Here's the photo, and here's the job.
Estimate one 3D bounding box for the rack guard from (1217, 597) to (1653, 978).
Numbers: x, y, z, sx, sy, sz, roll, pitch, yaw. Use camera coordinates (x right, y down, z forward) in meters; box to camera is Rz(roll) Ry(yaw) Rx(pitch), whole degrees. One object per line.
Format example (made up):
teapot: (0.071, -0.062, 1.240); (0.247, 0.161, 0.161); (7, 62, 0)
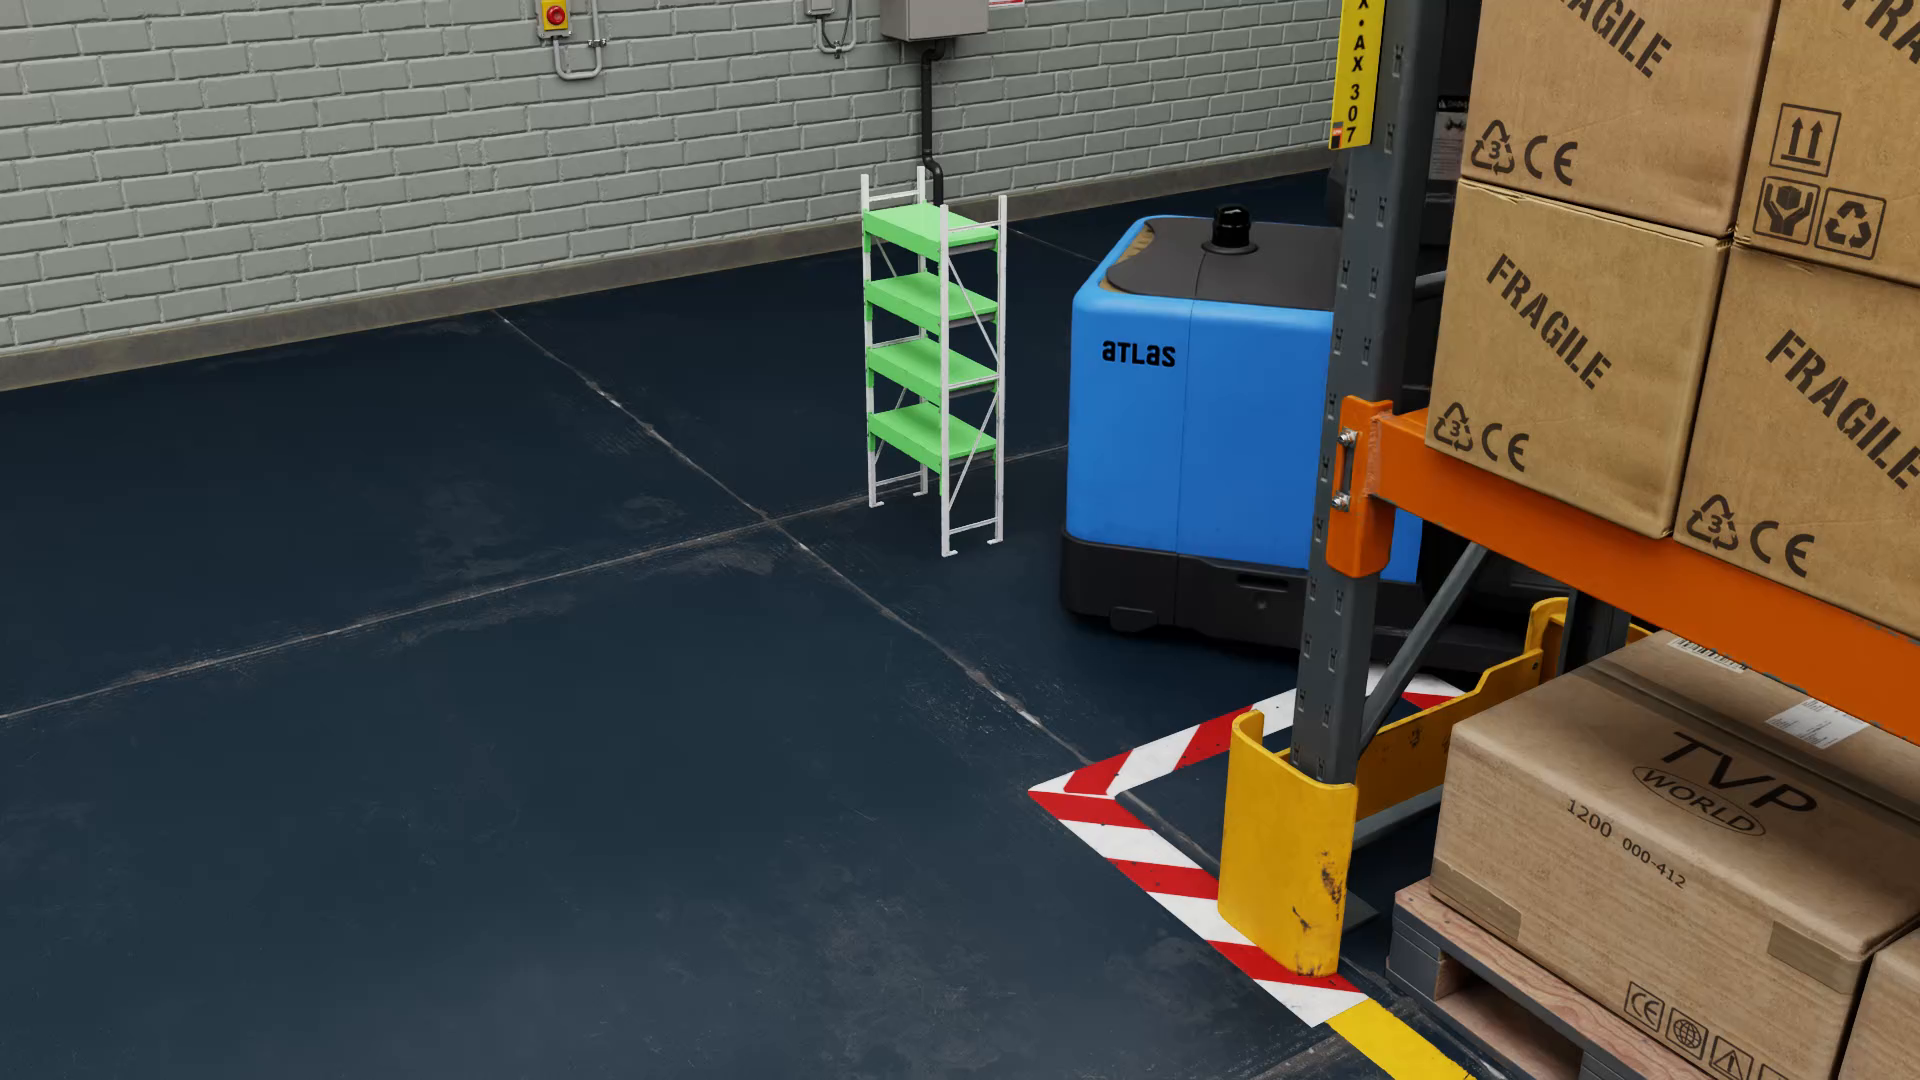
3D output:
rack guard: (1.164, 0.559, 3.979); (1.175, 0.500, 0.348); (-16, 29, -30)

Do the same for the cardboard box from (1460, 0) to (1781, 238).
cardboard box: (1.200, -0.822, 2.688); (0.500, 0.500, 0.500); (-16, 30, -31)

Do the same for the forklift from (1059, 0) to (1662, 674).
forklift: (1.885, -1.072, 4.588); (3.031, 2.935, 1.130); (7, 26, 15)

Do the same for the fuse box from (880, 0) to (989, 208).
fuse box: (-0.081, -2.428, 8.890); (0.539, 1.711, 0.414); (-16, 29, -30)

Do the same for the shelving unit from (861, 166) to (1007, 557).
shelving unit: (-0.090, -0.602, 5.619); (0.258, 1.200, 0.503); (-16, 29, -30)

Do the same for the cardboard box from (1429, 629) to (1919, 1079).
cardboard box: (1.621, 0.619, 3.434); (0.875, 0.438, 0.875); (-17, 30, -31)

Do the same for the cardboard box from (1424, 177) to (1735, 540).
cardboard box: (1.198, -0.369, 2.901); (0.500, 0.500, 0.500); (-16, 30, -30)

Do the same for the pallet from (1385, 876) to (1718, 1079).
pallet: (1.679, 0.966, 3.456); (1.003, 0.211, 1.213); (-16, 29, -30)

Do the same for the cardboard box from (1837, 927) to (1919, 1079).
cardboard box: (2.128, 0.945, 2.745); (0.875, 0.438, 0.875); (-15, 29, -28)

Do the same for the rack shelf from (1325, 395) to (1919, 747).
rack shelf: (2.269, 0.478, 2.066); (1.077, 0.370, 4.000); (-16, 29, -30)

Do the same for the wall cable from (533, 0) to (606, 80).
wall cable: (-1.921, -3.047, 7.465); (0.585, 1.953, 0.123); (-16, 29, -30)

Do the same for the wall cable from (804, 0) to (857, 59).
wall cable: (-0.739, -3.368, 8.180); (0.588, 1.984, 0.122); (-16, 29, -30)

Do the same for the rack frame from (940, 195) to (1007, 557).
rack frame: (0.043, -0.515, 5.434); (0.240, 1.200, 0.015); (-16, 29, -30)

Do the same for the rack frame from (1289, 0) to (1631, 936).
rack frame: (1.177, -0.562, 3.428); (1.000, 3.000, 0.127); (-16, 29, -30)

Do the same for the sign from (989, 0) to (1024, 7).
sign: (0.220, -3.157, 9.036); (0.329, 0.494, 0.001); (-16, 29, -30)

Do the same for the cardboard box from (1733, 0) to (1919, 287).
cardboard box: (1.488, -0.638, 2.300); (0.500, 0.500, 0.500); (-16, 30, -31)

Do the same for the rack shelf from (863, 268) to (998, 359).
rack shelf: (-0.090, -0.761, 5.544); (0.258, 0.148, 0.480); (-16, 29, -30)

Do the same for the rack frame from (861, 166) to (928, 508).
rack frame: (-0.224, -0.689, 5.804); (0.240, 1.200, 0.015); (-16, 29, -30)

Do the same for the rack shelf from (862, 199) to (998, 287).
rack shelf: (-0.090, -0.978, 5.442); (0.258, 0.148, 0.480); (-16, 29, -30)

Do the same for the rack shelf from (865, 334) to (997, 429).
rack shelf: (-0.090, -0.544, 5.647); (0.258, 0.148, 0.480); (-16, 29, -30)

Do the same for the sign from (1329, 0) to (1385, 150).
sign: (0.709, -0.862, 2.956); (0.100, 0.325, 0.005); (-16, 29, -30)

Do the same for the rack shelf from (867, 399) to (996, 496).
rack shelf: (-0.090, -0.327, 5.749); (0.258, 0.148, 0.480); (-16, 29, -30)

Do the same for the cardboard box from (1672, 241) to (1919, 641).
cardboard box: (1.498, -0.195, 2.531); (0.500, 0.500, 0.500); (-16, 30, -30)
